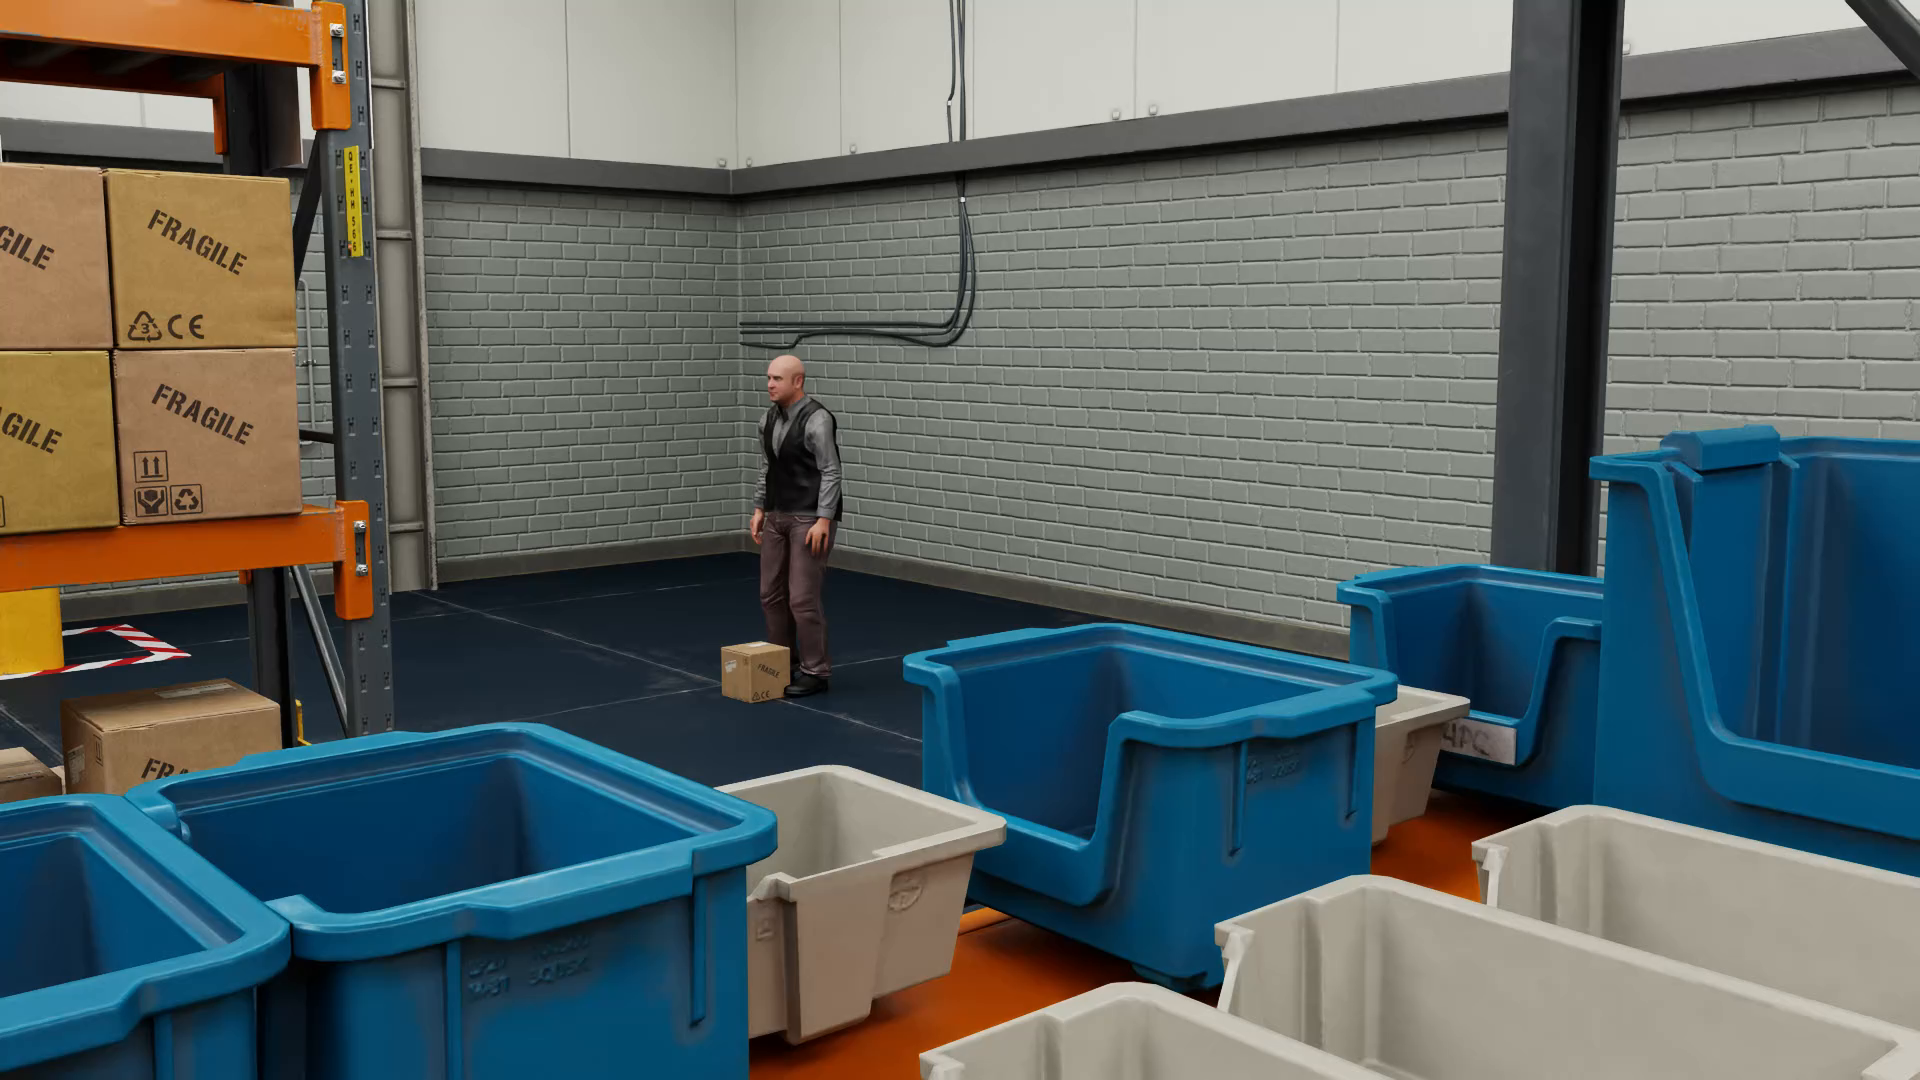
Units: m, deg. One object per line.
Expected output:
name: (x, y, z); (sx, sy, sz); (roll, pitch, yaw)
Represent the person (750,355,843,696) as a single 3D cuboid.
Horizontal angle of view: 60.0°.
person: (-0.825, -0.085, 8.526); (0.412, 1.722, 0.590); (-7, 10, -43)
